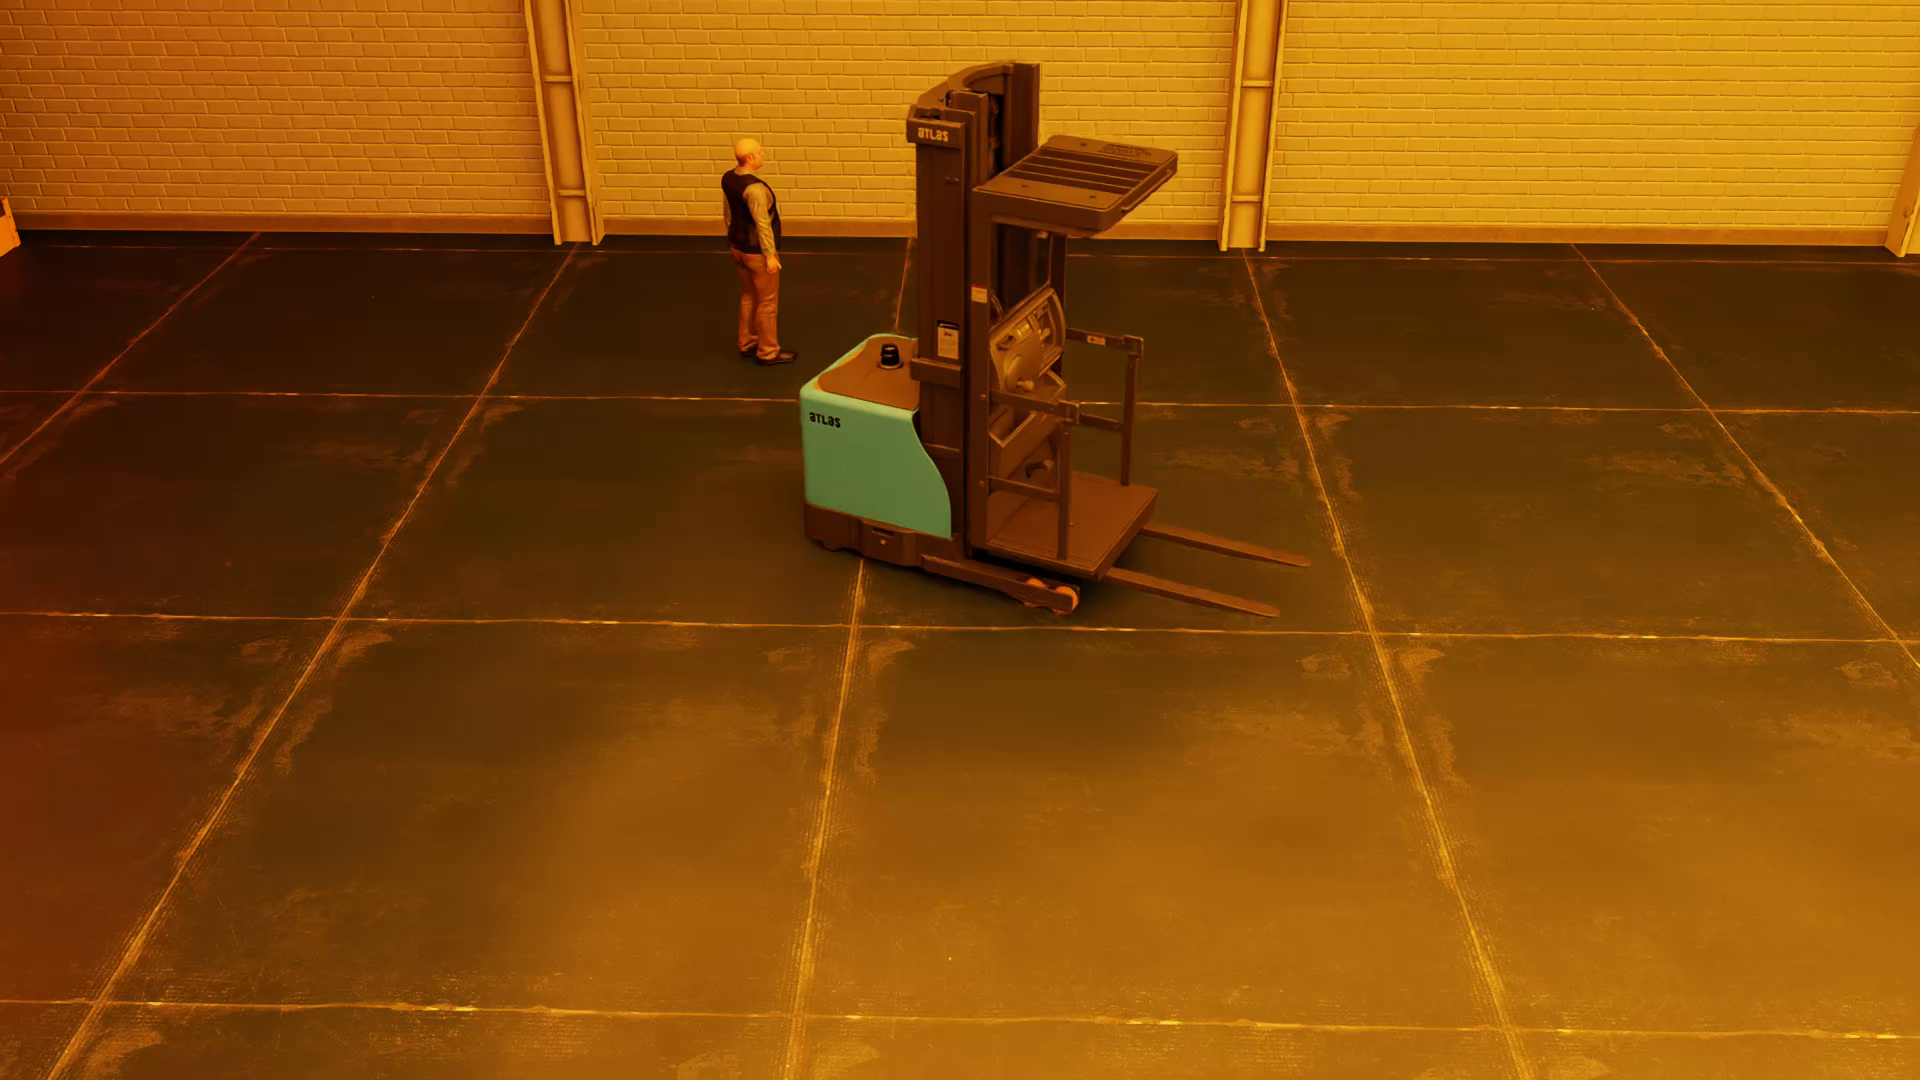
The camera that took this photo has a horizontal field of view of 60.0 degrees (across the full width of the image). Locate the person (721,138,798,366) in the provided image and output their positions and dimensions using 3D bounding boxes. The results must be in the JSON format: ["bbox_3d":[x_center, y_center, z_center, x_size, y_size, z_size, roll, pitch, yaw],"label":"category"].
[{"bbox_3d":[-1.521,-2.172,12.491,0.375,1.725,0.555,-22,37,-32],"label":"person"}]

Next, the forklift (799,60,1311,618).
[{"bbox_3d":[0.574,-1.130,9.531,3.031,2.935,1.130,14,33,22],"label":"forklift"}]
